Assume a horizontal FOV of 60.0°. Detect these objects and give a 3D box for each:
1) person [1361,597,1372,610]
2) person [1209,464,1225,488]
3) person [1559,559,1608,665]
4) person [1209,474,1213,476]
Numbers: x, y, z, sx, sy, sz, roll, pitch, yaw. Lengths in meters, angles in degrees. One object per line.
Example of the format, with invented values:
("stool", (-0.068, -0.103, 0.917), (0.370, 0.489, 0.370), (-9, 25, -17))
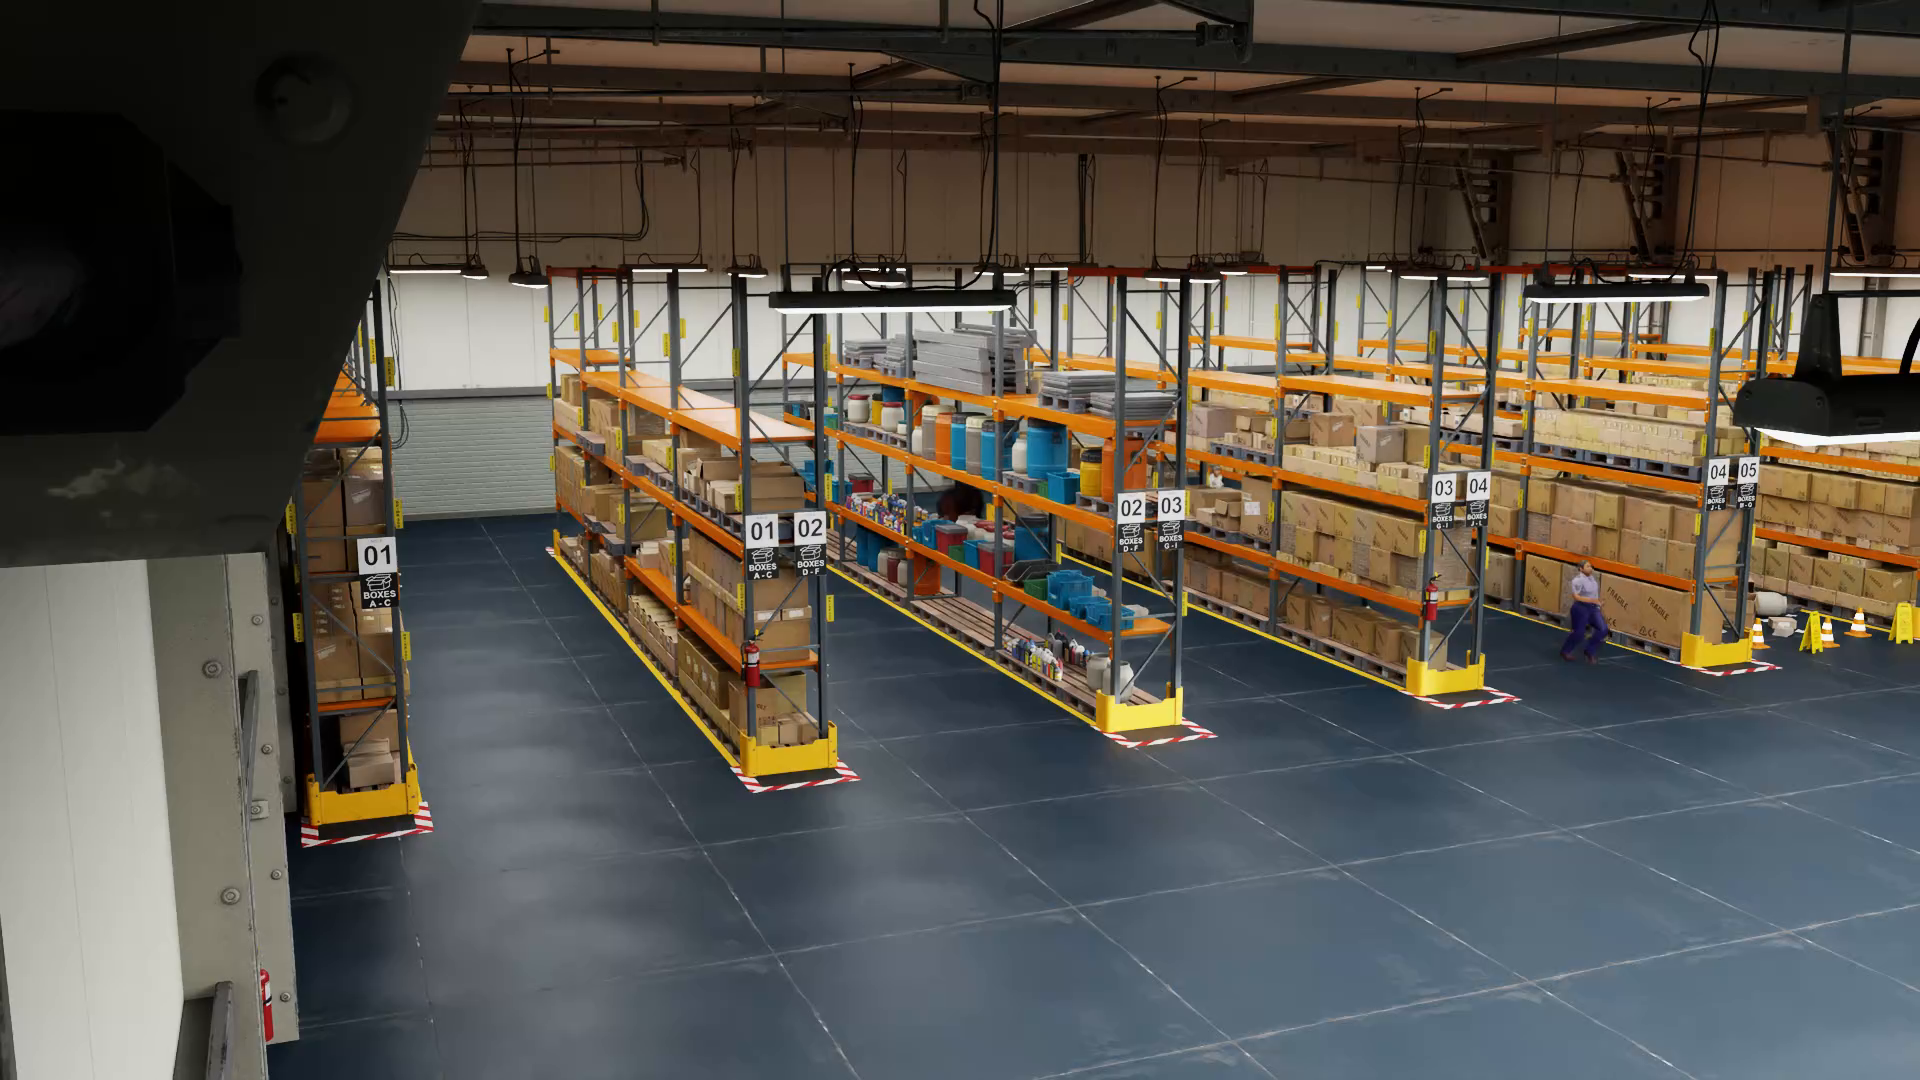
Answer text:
("person", (7.233, 0.489, 29.403), (0.542, 1.565, 0.494), (-4, 11, -23))
("person", (5.580, -0.852, 36.717), (0.638, 1.730, 0.833), (-4, 11, -24))
("person", (9.650, 1.115, 25.671), (0.611, 1.658, 0.696), (-6, 12, -33))
("person", (6.289, -1.754, 41.809), (0.579, 1.698, 0.715), (-5, 11, -26))
